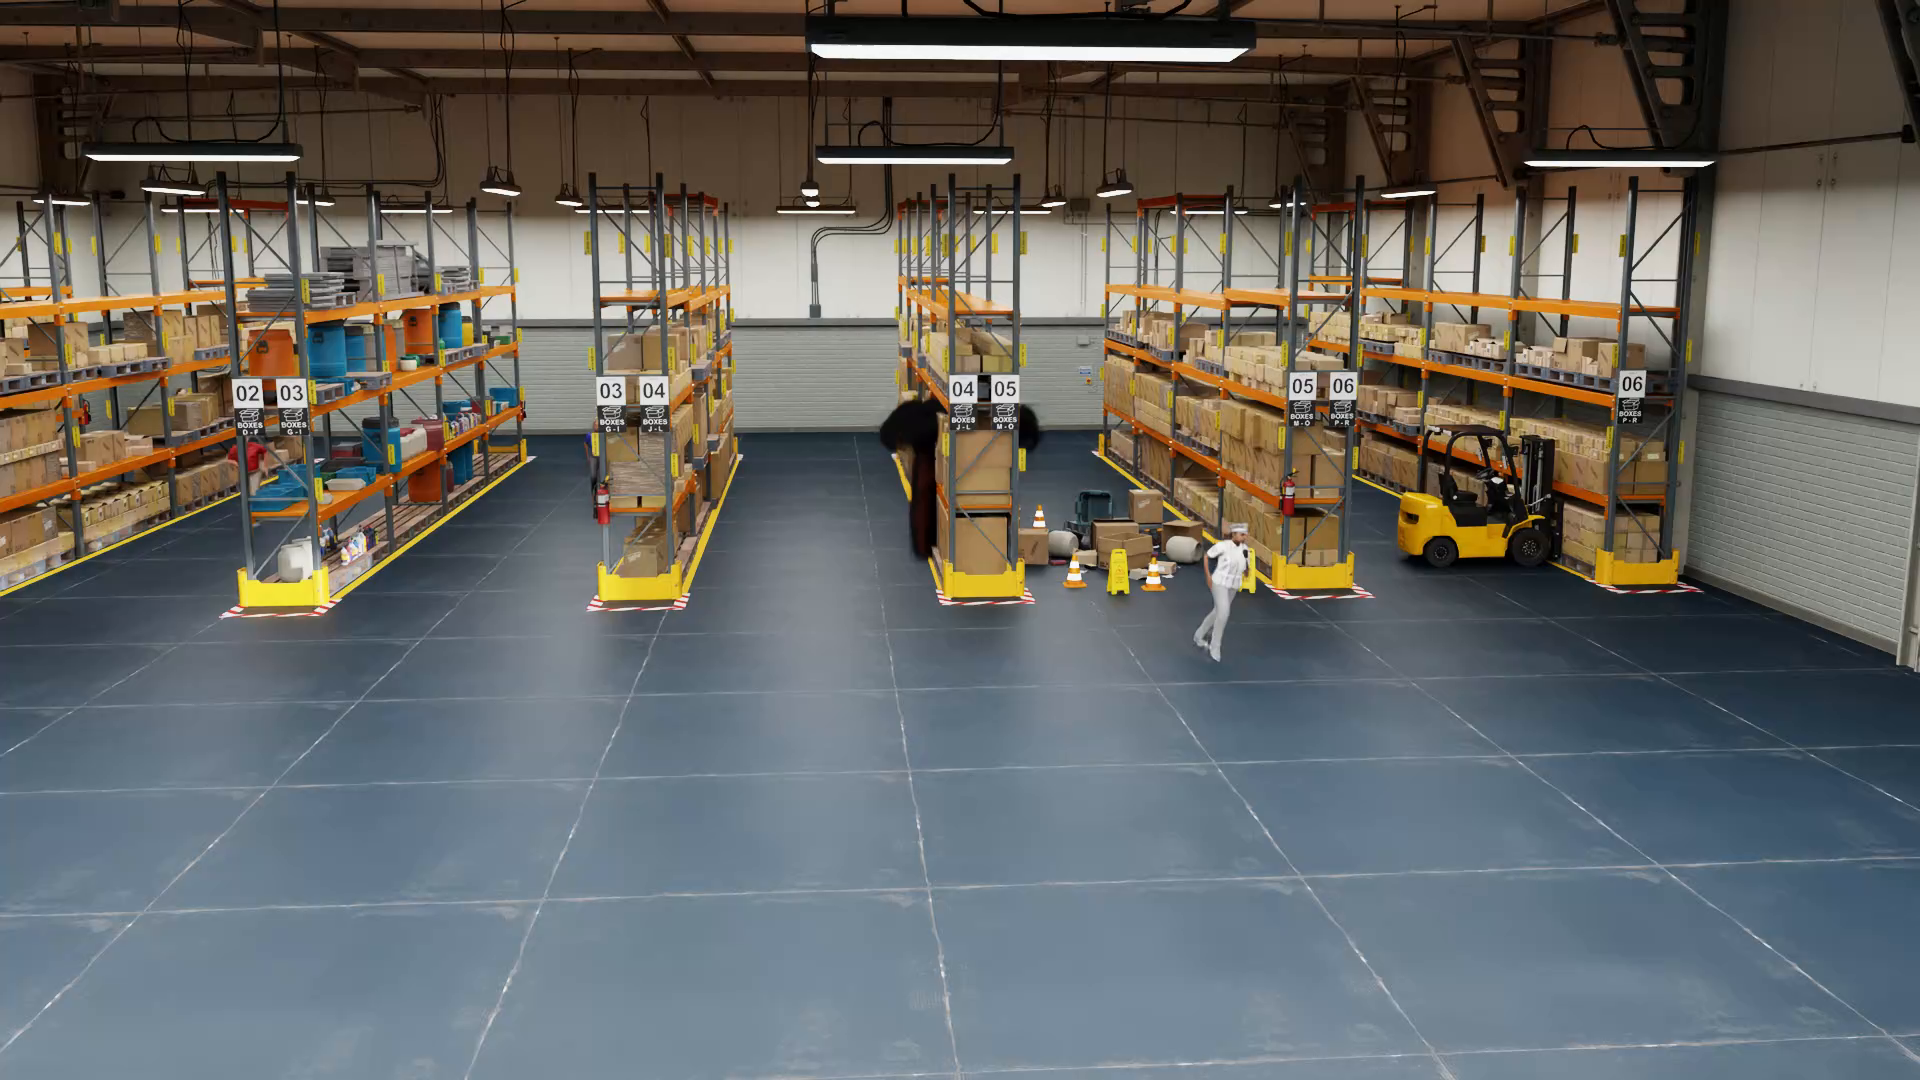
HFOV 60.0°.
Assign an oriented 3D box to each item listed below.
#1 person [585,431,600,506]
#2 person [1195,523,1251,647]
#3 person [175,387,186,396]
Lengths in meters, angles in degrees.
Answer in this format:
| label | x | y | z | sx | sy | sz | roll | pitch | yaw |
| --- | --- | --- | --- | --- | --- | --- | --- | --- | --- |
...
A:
| label | x | y | z | sx | sy | sz | roll | pitch | yaw |
| --- | --- | --- | --- | --- | --- | --- | --- | --- | --- |
| person | -7.082 | -1.427 | 32.662 | 0.540 | 1.492 | 0.644 | -1 | 10 | -8 |
| person | 3.275 | 0.526 | 20.576 | 0.631 | 1.522 | 0.761 | -6 | 12 | -30 |
| person | -19.003 | -2.922 | 40.640 | 0.475 | 1.619 | 0.670 | 5 | 11 | 26 |
